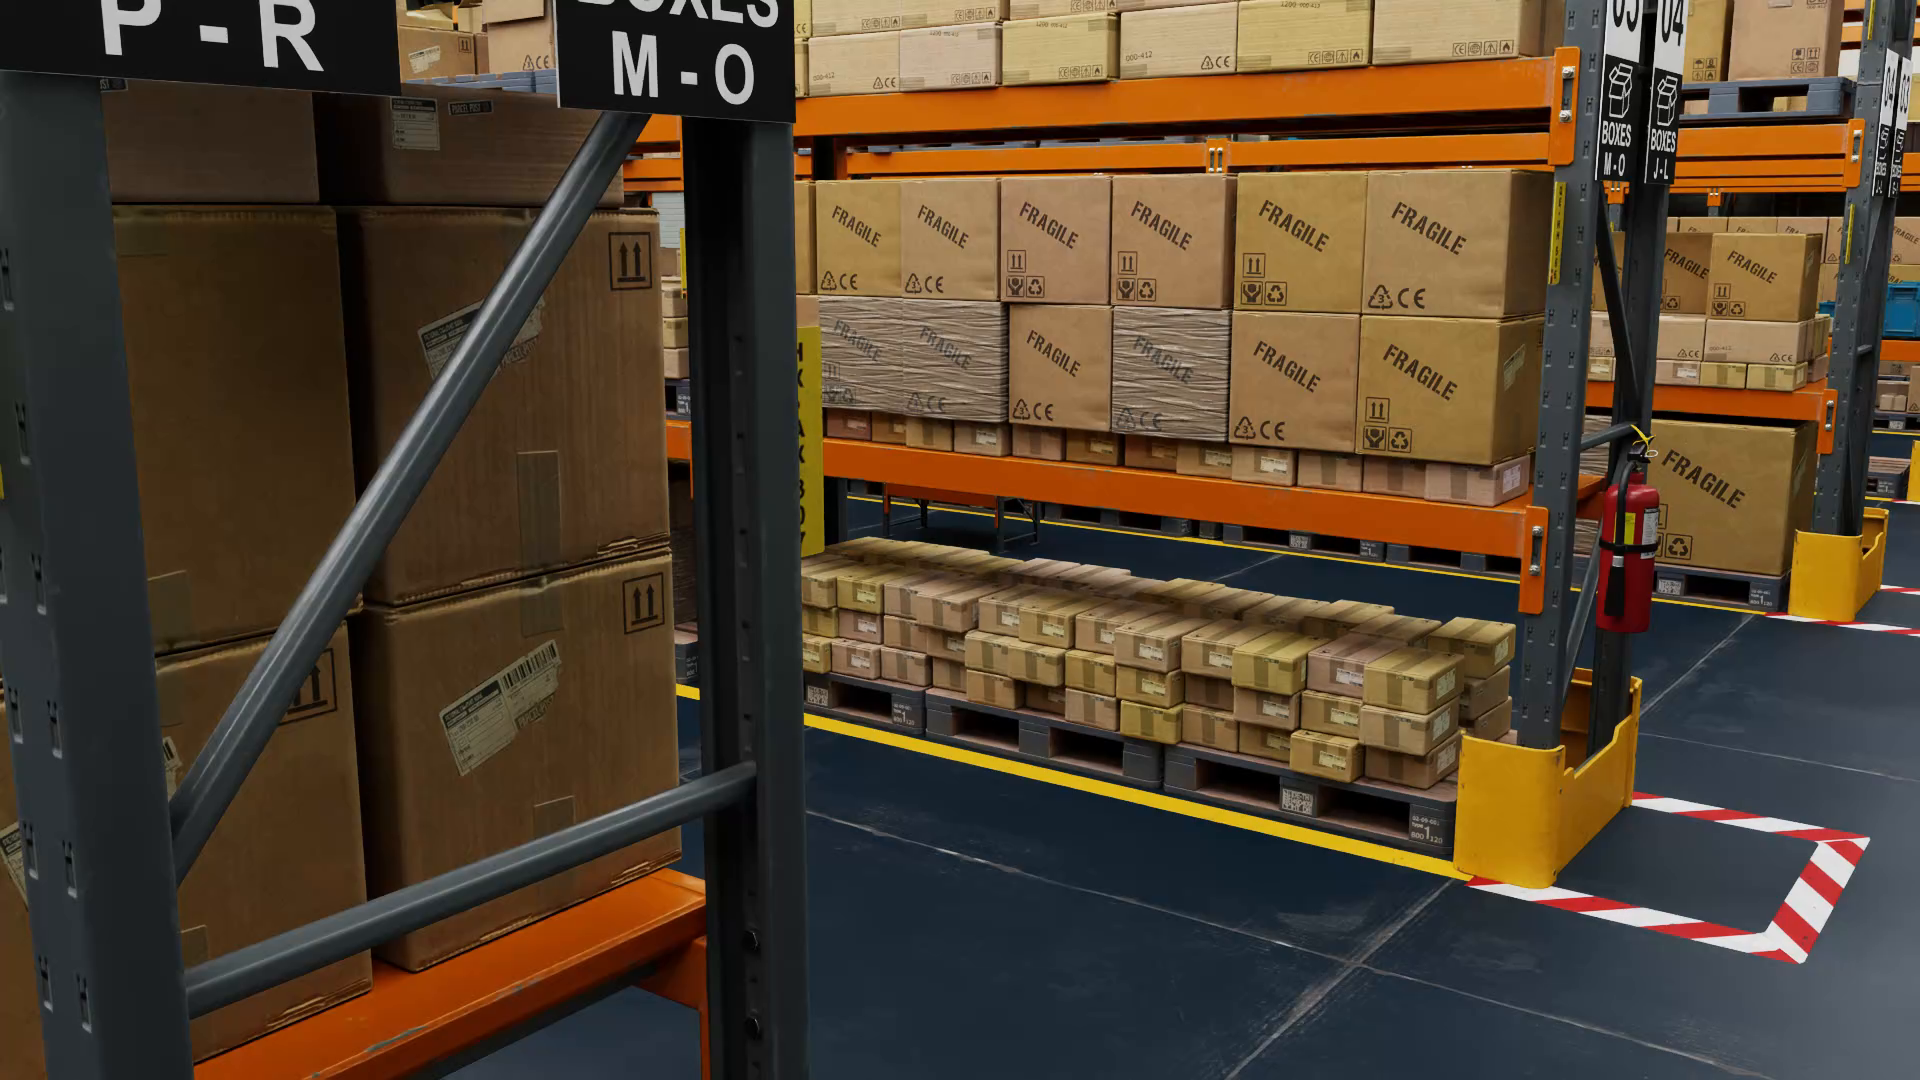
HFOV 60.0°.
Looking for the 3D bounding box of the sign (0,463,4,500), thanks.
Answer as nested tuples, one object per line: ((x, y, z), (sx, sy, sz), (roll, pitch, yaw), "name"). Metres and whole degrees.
((-0.894, -0.190, 1.445), (0.005, 0.325, 0.100), (8, 13, 36), "sign")

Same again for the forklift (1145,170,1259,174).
((2.010, -2.094, 15.139), (1.130, 2.935, 3.031), (-2, 11, -8), "forklift")

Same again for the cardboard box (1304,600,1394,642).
((1.645, 0.374, 7.035), (0.250, 0.149, 0.380), (8, 13, 35), "cardboard box")

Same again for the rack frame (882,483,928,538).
((-0.404, -0.609, 12.214), (0.032, 1.125, 0.500), (8, 13, 36), "rack frame")

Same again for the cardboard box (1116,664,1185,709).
((0.848, 0.561, 6.849), (0.250, 0.149, 0.380), (8, 14, 36), "cardboard box")

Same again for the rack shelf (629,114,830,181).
((-2.549, -2.150, 9.245), (4.000, 0.370, 1.077), (8, 13, 36), "rack shelf")

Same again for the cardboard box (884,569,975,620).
((-0.138, 0.253, 7.661), (0.250, 0.149, 0.380), (8, 13, 34), "cardboard box")

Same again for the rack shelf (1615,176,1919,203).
((9.559, -3.965, 18.624), (4.000, 0.370, 1.077), (8, 13, 36), "rack shelf")

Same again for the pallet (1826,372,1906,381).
((12.430, -2.225, 22.977), (1.213, 0.211, 1.003), (8, 13, 36), "pallet")

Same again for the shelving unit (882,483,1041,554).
((0.005, -0.552, 11.919), (1.048, 1.125, 0.538), (8, 13, 36), "shelving unit")

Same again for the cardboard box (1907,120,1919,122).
((10.203, -4.340, 17.747), (0.500, 0.250, 0.500), (8, 13, 36), "cardboard box")

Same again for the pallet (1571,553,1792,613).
((4.614, 0.187, 10.509), (1.213, 0.211, 1.003), (8, 13, 36), "pallet")

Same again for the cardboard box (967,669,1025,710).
((0.236, 0.617, 7.342), (0.250, 0.149, 0.380), (8, 13, 34), "cardboard box")

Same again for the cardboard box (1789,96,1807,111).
((9.580, -4.868, 18.502), (0.500, 0.500, 0.700), (8, 13, 36), "cardboard box")

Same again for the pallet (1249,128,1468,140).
((2.734, -2.890, 11.405), (1.213, 0.211, 1.003), (8, 13, 36), "pallet")

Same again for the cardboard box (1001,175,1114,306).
((0.510, -1.229, 6.805), (0.500, 0.500, 0.500), (7, 13, 34), "cardboard box")

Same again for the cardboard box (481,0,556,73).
((-2.104, -2.729, 8.966), (0.637, 0.503, 0.797), (8, 13, 35), "cardboard box")

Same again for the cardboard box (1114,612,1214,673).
((0.837, 0.417, 6.810), (0.250, 0.149, 0.380), (9, 14, 38), "cardboard box")

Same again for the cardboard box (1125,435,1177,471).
((0.871, -0.385, 6.783), (0.250, 0.149, 0.380), (7, 13, 33), "cardboard box")

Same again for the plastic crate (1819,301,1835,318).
((7.701, -1.962, 14.557), (0.300, 0.233, 0.416), (8, 13, 36), "plastic crate")

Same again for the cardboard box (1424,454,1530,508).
((1.857, -0.226, 5.964), (0.250, 0.149, 0.380), (8, 14, 36), "cardboard box")

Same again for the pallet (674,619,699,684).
((-1.565, 0.476, 9.015), (1.213, 0.211, 1.003), (8, 13, 36), "pallet")

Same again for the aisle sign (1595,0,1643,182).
((2.168, -1.579, 5.448), (0.004, 0.787, 0.394), (8, 13, 36), "aisle sign")

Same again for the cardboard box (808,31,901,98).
((-0.311, -2.058, 7.267), (0.500, 0.250, 0.500), (8, 13, 35), "cardboard box")

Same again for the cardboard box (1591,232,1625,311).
((4.253, -1.754, 10.835), (0.500, 0.500, 0.500), (7, 13, 34), "cardboard box")

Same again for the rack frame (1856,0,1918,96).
((5.304, -4.050, 9.271), (0.127, 3.000, 1.000), (8, 13, 36), "rack frame")

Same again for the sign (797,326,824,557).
((-0.228, -0.135, 2.345), (0.005, 0.325, 0.100), (8, 13, 36), "sign")

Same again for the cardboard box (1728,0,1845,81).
((4.854, -2.932, 9.757), (0.500, 0.500, 0.700), (7, 13, 32), "cardboard box")

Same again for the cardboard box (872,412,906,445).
((-0.189, -0.530, 7.532), (0.250, 0.149, 0.380), (7, 13, 33), "cardboard box")

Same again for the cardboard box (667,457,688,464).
((-1.807, -0.336, 9.371), (0.500, 0.250, 0.500), (8, 14, 37), "cardboard box")

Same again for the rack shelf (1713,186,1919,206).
((12.488, -4.724, 22.546), (4.000, 0.370, 1.077), (8, 13, 36), "rack shelf")

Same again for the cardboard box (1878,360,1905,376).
((12.668, -2.534, 22.708), (0.500, 0.500, 0.700), (7, 13, 34), "cardboard box")

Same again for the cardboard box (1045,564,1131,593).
((0.599, 0.231, 7.773), (0.250, 0.149, 0.380), (7, 13, 34), "cardboard box")

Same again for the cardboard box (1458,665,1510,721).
((2.017, 0.593, 6.685), (0.250, 0.149, 0.380), (9, 14, 38), "cardboard box")

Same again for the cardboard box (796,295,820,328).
((-0.687, -0.907, 7.774), (0.500, 0.500, 0.500), (8, 13, 35), "cardboard box")

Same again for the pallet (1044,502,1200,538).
((1.414, -0.260, 12.819), (1.213, 0.211, 1.003), (8, 13, 36), "pallet")

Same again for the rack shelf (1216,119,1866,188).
((3.692, -2.449, 10.787), (4.000, 0.370, 1.077), (8, 13, 36), "rack shelf")

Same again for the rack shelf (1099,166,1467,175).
((3.400, -3.657, 17.031), (4.000, 0.370, 1.077), (8, 13, 36), "rack shelf")

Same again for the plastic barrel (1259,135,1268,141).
((3.306, -4.331, 17.161), (0.433, 0.535, 0.433), (0, 11, 0), "plastic barrel")

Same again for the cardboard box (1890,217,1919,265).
((10.242, -3.225, 17.907), (0.500, 0.500, 0.500), (8, 14, 37), "cardboard box")

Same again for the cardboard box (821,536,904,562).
((-0.496, 0.095, 8.473), (0.250, 0.149, 0.380), (8, 14, 37), "cardboard box")

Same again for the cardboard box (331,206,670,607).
((-0.780, -0.225, 2.399), (0.500, 0.500, 0.500), (8, 13, 34), "cardboard box")

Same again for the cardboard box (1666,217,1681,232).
((8.160, -3.514, 19.401), (0.500, 0.500, 0.500), (8, 14, 37), "cardboard box")

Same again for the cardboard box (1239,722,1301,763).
((1.310, 0.754, 6.637), (0.250, 0.149, 0.380), (8, 13, 35), "cardboard box")

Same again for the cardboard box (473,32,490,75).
((-2.739, -2.641, 9.624), (0.500, 0.500, 0.500), (8, 13, 36), "cardboard box")

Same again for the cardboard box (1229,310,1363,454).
((1.360, -0.621, 6.298), (0.500, 0.500, 0.500), (8, 13, 35), "cardboard box")

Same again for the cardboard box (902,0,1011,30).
((0.105, -2.244, 6.915), (0.500, 0.250, 0.500), (8, 14, 37), "cardboard box")

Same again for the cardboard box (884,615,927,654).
((-0.144, 0.398, 7.690), (0.250, 0.149, 0.380), (7, 13, 33), "cardboard box")

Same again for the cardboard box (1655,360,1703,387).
((4.409, -1.028, 10.108), (0.250, 0.149, 0.380), (8, 14, 36), "cardboard box")

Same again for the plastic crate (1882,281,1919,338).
((7.856, -1.918, 13.798), (0.499, 0.435, 0.616), (8, 13, 36), "plastic crate")

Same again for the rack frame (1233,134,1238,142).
((4.428, -7.674, 28.004), (0.127, 3.000, 1.000), (8, 13, 36), "rack frame")

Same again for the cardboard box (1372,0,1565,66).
((1.764, -1.766, 5.759), (0.500, 0.250, 0.500), (8, 13, 34), "cardboard box")
